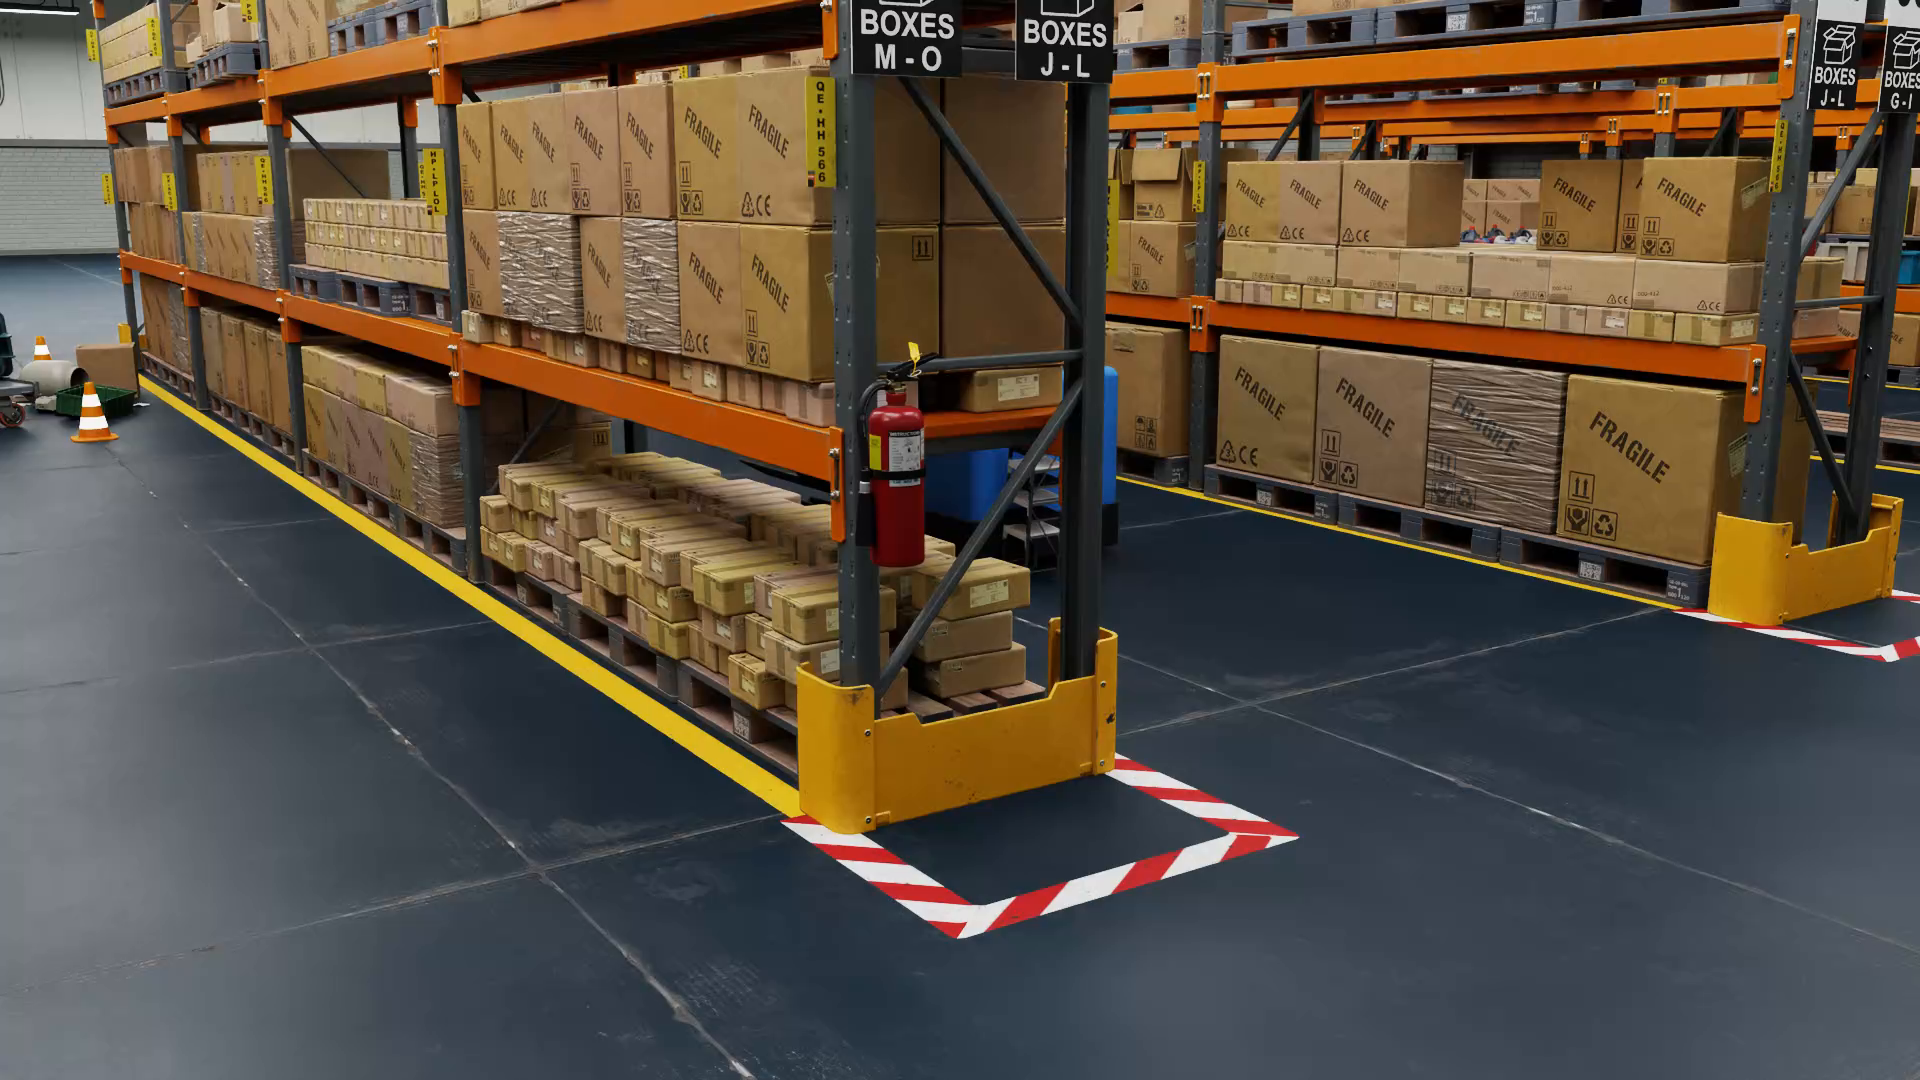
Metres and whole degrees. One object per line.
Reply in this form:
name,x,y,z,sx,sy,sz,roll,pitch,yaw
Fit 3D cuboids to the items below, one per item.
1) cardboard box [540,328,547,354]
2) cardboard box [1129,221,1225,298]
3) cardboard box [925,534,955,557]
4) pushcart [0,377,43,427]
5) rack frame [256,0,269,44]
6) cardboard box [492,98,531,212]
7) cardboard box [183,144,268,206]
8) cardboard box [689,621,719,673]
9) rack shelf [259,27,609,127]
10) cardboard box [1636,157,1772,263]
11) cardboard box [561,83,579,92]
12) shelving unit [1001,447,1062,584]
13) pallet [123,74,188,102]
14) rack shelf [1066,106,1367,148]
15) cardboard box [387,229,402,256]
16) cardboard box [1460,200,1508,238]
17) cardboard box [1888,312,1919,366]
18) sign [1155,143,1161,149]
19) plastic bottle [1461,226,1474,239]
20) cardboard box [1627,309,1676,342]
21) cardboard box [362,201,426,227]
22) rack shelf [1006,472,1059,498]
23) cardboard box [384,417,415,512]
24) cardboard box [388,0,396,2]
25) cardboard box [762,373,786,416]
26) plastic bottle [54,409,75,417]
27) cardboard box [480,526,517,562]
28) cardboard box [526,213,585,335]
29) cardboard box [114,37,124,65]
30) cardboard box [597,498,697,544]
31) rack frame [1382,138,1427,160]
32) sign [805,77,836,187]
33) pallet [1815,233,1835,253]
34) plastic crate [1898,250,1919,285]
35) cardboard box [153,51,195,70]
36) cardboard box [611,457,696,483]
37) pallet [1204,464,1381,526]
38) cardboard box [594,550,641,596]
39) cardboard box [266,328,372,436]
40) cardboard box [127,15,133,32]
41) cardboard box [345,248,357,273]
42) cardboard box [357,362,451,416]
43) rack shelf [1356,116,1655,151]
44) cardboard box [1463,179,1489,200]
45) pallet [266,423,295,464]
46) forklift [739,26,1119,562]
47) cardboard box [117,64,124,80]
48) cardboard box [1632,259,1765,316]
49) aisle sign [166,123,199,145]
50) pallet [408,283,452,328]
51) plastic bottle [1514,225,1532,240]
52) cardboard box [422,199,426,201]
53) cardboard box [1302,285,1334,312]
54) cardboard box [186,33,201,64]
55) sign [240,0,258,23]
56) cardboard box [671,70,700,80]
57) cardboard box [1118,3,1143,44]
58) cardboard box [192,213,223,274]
cardboard box,-1.739,-0.953,7.785,0.380,0.149,0.250,-9,15,-35
cardboard box,1.533,-1.961,11.572,0.500,0.500,0.500,-8,15,-33
cardboard box,-0.243,0.088,6.734,0.380,0.149,0.250,-8,15,-33
pushcart,-8.793,-1.109,14.048,0.936,0.377,1.648,9,15,35
rack frame,-4.382,-4.934,11.360,1.000,3.000,0.127,-8,15,-33
cardboard box,-1.819,-1.775,7.687,0.500,0.500,0.500,-9,15,-34
cardboard box,-6.774,-3.385,15.441,0.875,0.550,0.550,-8,15,-33
cardboard box,-0.864,0.405,6.680,0.380,0.149,0.250,-8,15,-32
rack shelf,-3.274,-2.762,10.131,1.077,0.370,4.000,-8,15,-33
cardboard box,3.747,-1.644,8.256,0.500,0.500,0.500,-8,15,-32
cardboard box,-4.606,-5.448,20.150,0.380,0.149,0.250,-8,15,-32
shelving unit,0.402,-0.236,8.792,0.258,0.900,0.210,-8,21,-34
pallet,-7.715,-4.500,16.605,1.003,0.211,1.213,-8,15,-33
rack shelf,2.818,-4.628,18.667,1.077,0.370,4.000,-8,15,-33
cardboard box,-3.131,-1.753,9.764,0.380,0.149,0.250,-9,15,-36
cardboard box,6.817,-4.183,21.736,0.500,0.500,0.500,-8,15,-33
cardboard box,9.756,-2.081,17.176,0.500,0.500,0.500,-8,15,-33
sign,4.266,-8.389,35.775,0.001,0.298,0.199,-8,15,-33
plastic bottle,4.803,-2.786,15.695,0.144,0.351,0.185,-8,15,-33
cardboard box,3.619,-1.097,8.446,0.380,0.149,0.250,-8,15,-32
cardboard box,-3.423,-1.993,10.166,0.380,0.149,0.250,-8,15,-34
rack shelf,0.405,-0.290,8.775,0.258,0.077,0.200,-8,21,-34
cardboard box,-3.069,-0.469,9.853,0.500,0.500,0.500,-9,15,-34
cardboard box,-2.912,-3.303,9.699,0.797,0.503,0.637,-8,15,-34
cardboard box,-0.472,-0.531,5.857,0.380,0.149,0.250,-8,15,-33
plastic bottle,-8.008,-1.150,14.976,0.283,0.061,0.133,6,14,26
cardboard box,-2.231,-0.002,8.538,0.380,0.149,0.250,-9,15,-35
cardboard box,-1.572,-1.187,7.339,0.500,0.500,0.500,-8,15,-34
cardboard box,-8.198,-4.921,16.762,0.500,0.250,0.500,-8,15,-33
cardboard box,-1.407,-0.077,7.489,0.380,0.149,0.250,-9,15,-35
rack frame,7.742,-5.754,29.153,1.000,3.000,0.127,-8,15,-33
sign,-0.423,-1.238,5.053,0.100,0.325,0.005,-8,15,-33
pallet,9.133,-3.305,18.404,1.003,0.211,1.213,-8,15,-33
plastic crate,7.008,-2.018,12.321,0.416,0.233,0.300,-8,15,-33
cardboard box,-7.066,-4.338,15.028,0.380,0.149,0.250,-8,15,-33
cardboard box,-1.577,-0.322,8.609,0.380,0.149,0.250,-8,15,-32
pallet,2.376,-0.354,10.988,1.003,0.211,1.213,-8,15,-33
cardboard box,-1.369,0.125,7.261,0.380,0.149,0.250,-8,15,-32
cardboard box,-4.644,-1.228,12.741,1.050,0.750,0.750,-8,15,-34
cardboard box,-7.765,-4.953,15.972,0.380,0.149,0.250,-8,15,-33
cardboard box,-3.703,-1.792,10.639,0.380,0.149,0.250,-8,14,-31
cardboard box,-3.367,-0.930,10.206,0.500,0.250,0.500,-9,15,-35
rack shelf,6.944,-5.214,21.345,1.077,0.370,4.000,-8,15,-33
cardboard box,8.598,-5.664,27.291,0.500,0.500,0.500,-8,14,-31
pallet,-4.756,-0.790,12.981,1.003,0.211,1.213,-8,15,-33
forklift,-0.363,-1.542,10.051,1.130,2.935,3.031,-9,15,-34
cardboard box,-8.332,-4.744,16.885,0.380,0.149,0.250,-8,15,-33
cardboard box,3.746,-1.276,8.332,0.500,0.250,0.500,-8,15,-34
aisle sign,-8.604,-4.744,18.450,0.394,0.787,0.004,-8,15,-33
pallet,-2.468,-1.351,9.469,1.003,0.211,1.213,-8,15,-33
plastic bottle,5.369,-2.820,15.851,0.144,0.351,0.185,-8,15,-33
cardboard box,-3.446,-2.252,11.351,0.380,0.149,0.250,-8,14,-31
cardboard box,2.345,-1.506,10.316,0.380,0.149,0.250,-9,15,-34
cardboard box,-6.471,-4.231,14.266,0.258,0.266,0.396,-8,15,-34
sign,-4.848,-3.696,11.323,0.100,0.325,0.005,-8,15,-33
cardboard box,-2.834,-4.894,17.618,0.380,0.149,0.250,-8,14,-31
cardboard box,1.486,-3.694,11.936,0.500,0.311,0.500,-9,15,-35
cardboard box,-6.250,-2.548,14.260,0.500,0.500,0.500,-8,15,-32
